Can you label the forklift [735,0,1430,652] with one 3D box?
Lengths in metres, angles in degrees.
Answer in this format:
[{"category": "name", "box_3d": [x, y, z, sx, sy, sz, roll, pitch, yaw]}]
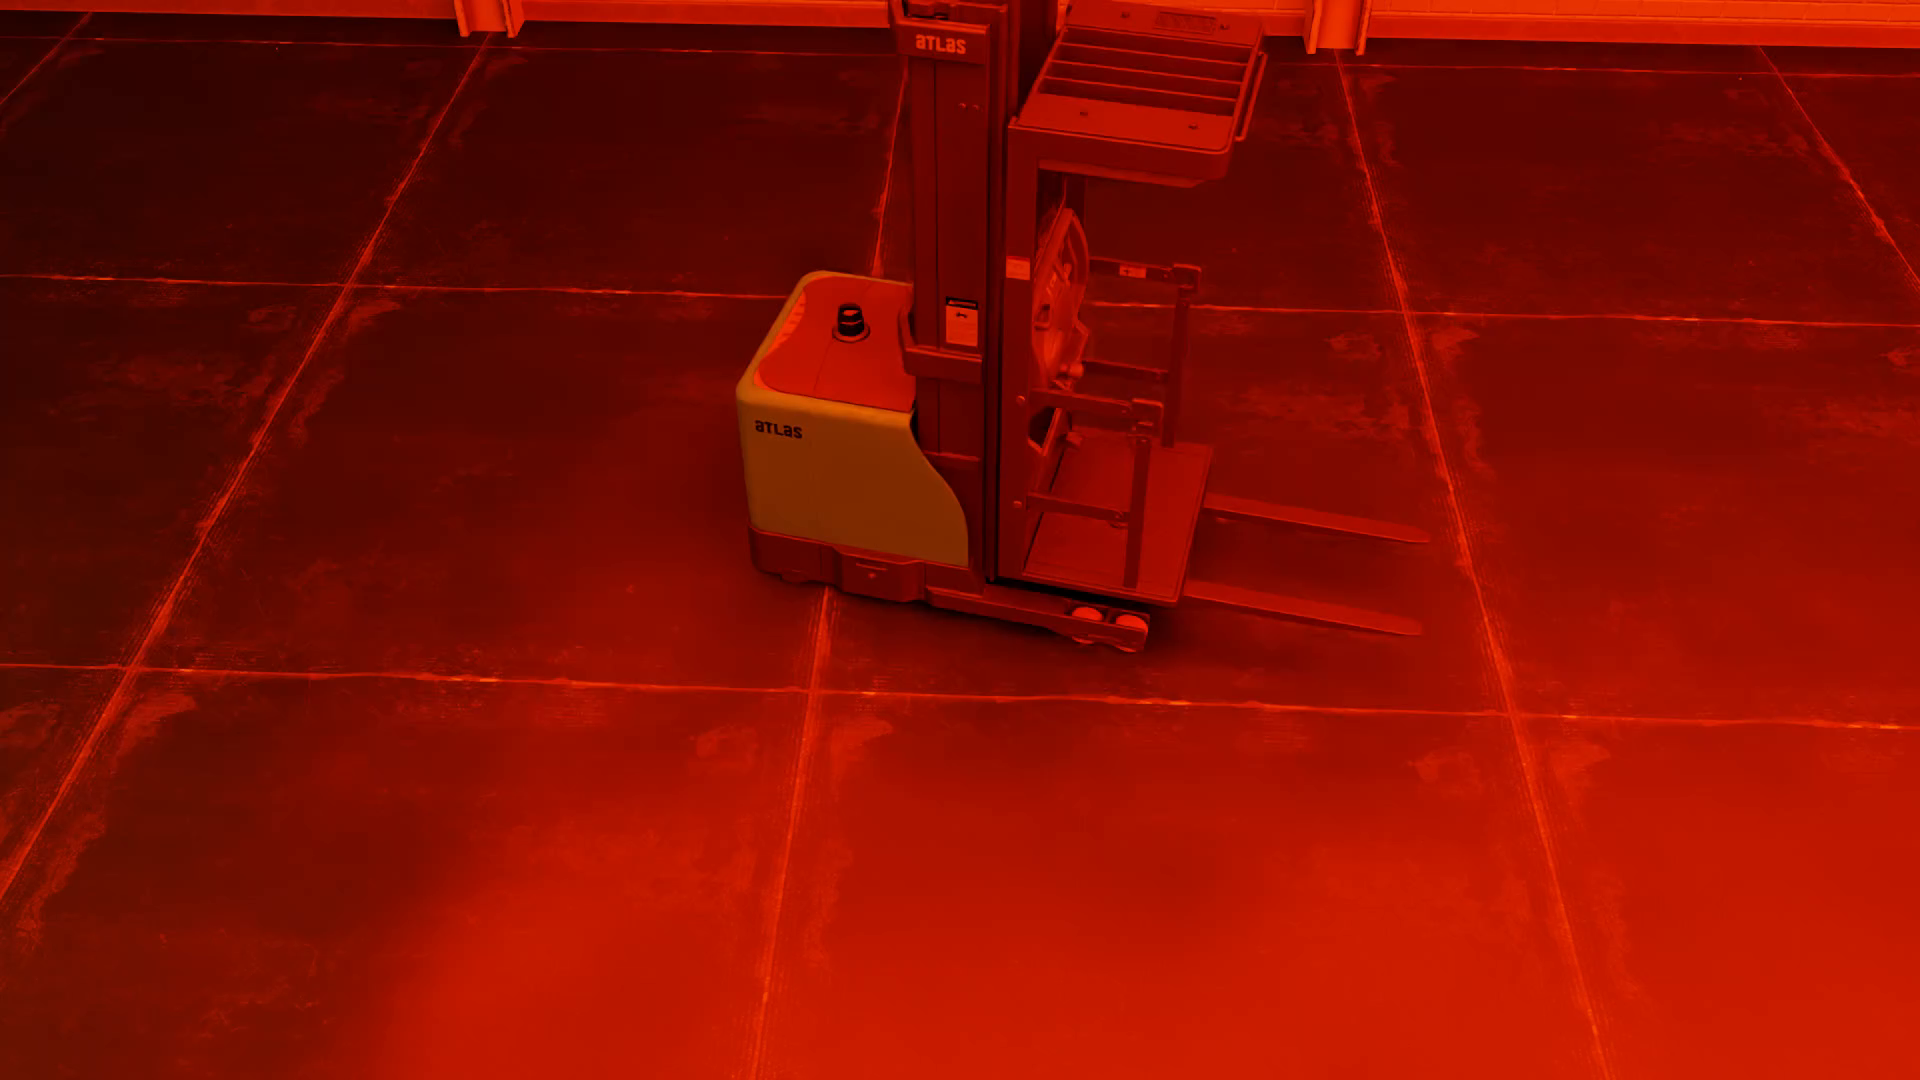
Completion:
[{"category": "forklift", "box_3d": [0.601, -0.987, 6.823, 3.031, 2.935, 1.130, 10, 43, 11]}]
